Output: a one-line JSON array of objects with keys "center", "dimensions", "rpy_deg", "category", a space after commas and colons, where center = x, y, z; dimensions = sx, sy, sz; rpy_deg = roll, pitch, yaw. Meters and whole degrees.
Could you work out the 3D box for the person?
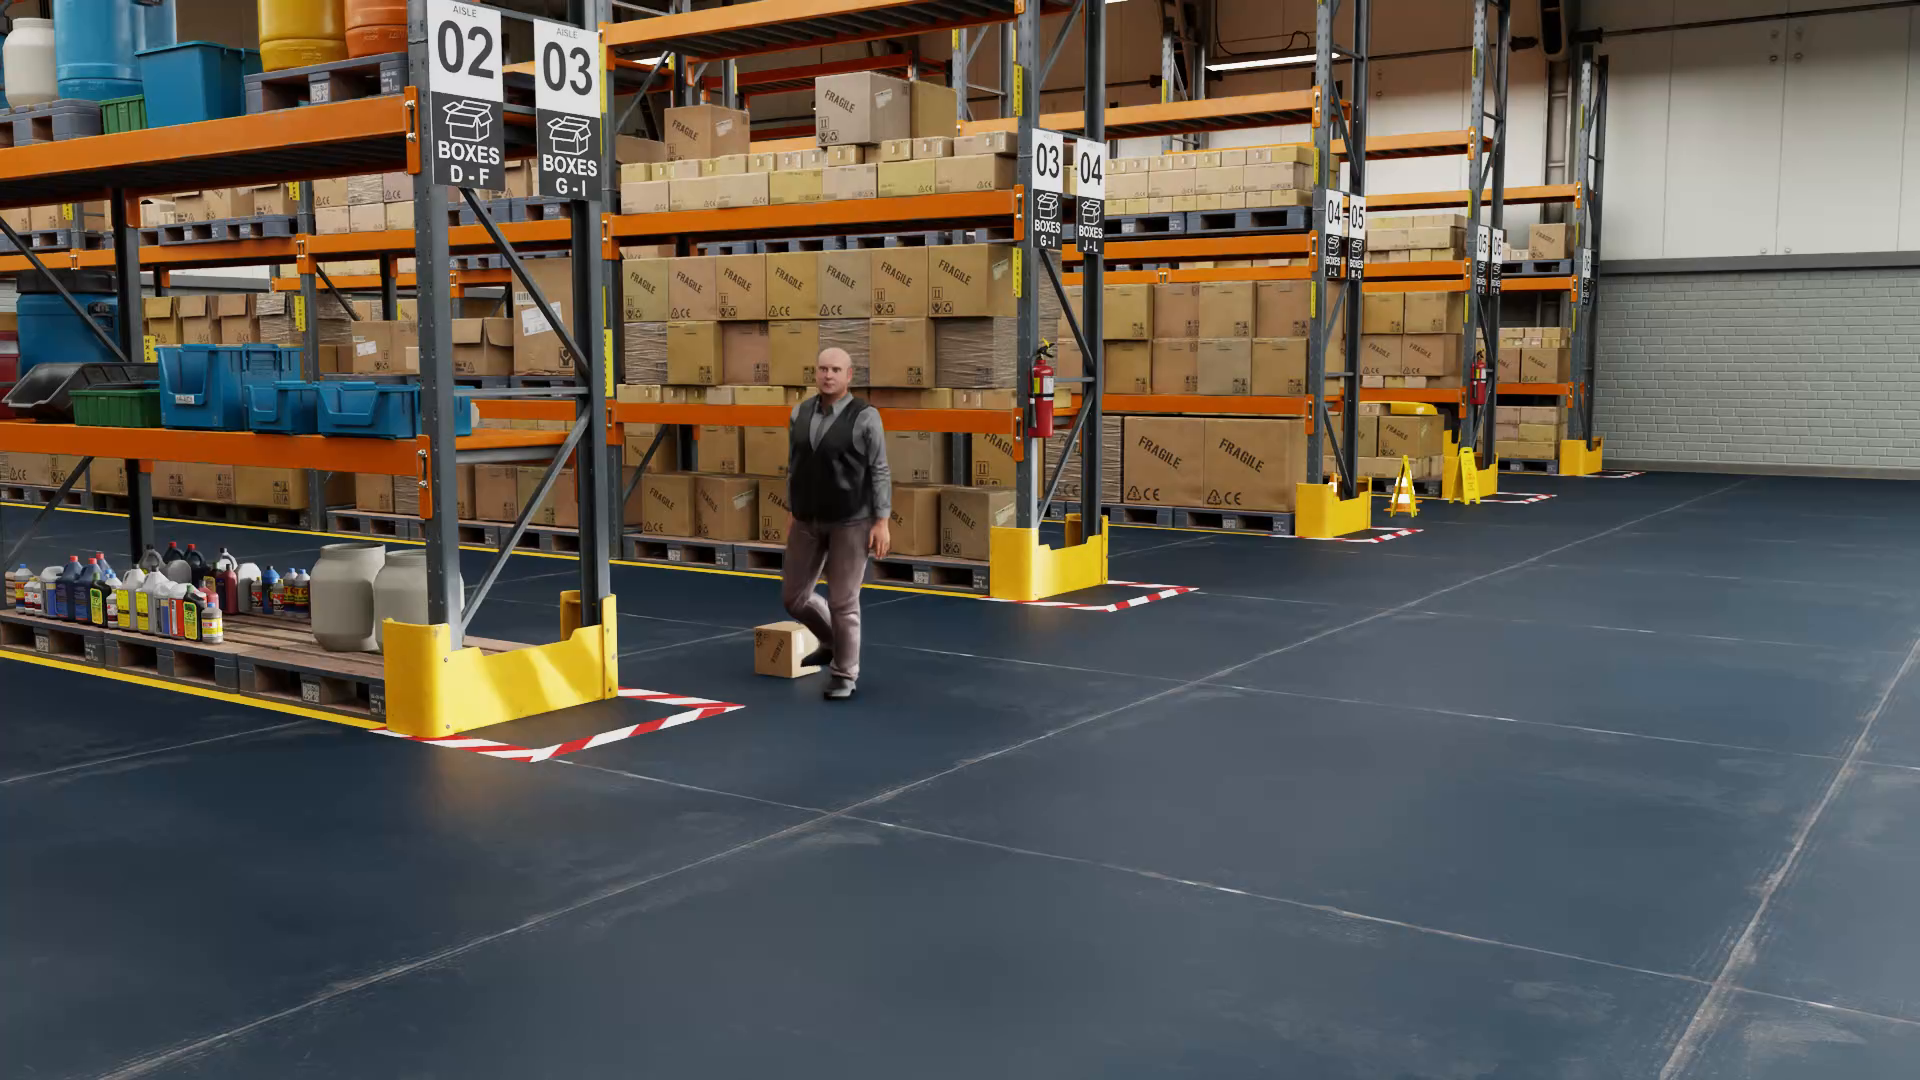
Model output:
[{"center": [-0.591, -0.089, 8.220], "dimensions": [0.609, 1.712, 0.540], "rpy_deg": [3, 7, 27], "category": "person"}]
